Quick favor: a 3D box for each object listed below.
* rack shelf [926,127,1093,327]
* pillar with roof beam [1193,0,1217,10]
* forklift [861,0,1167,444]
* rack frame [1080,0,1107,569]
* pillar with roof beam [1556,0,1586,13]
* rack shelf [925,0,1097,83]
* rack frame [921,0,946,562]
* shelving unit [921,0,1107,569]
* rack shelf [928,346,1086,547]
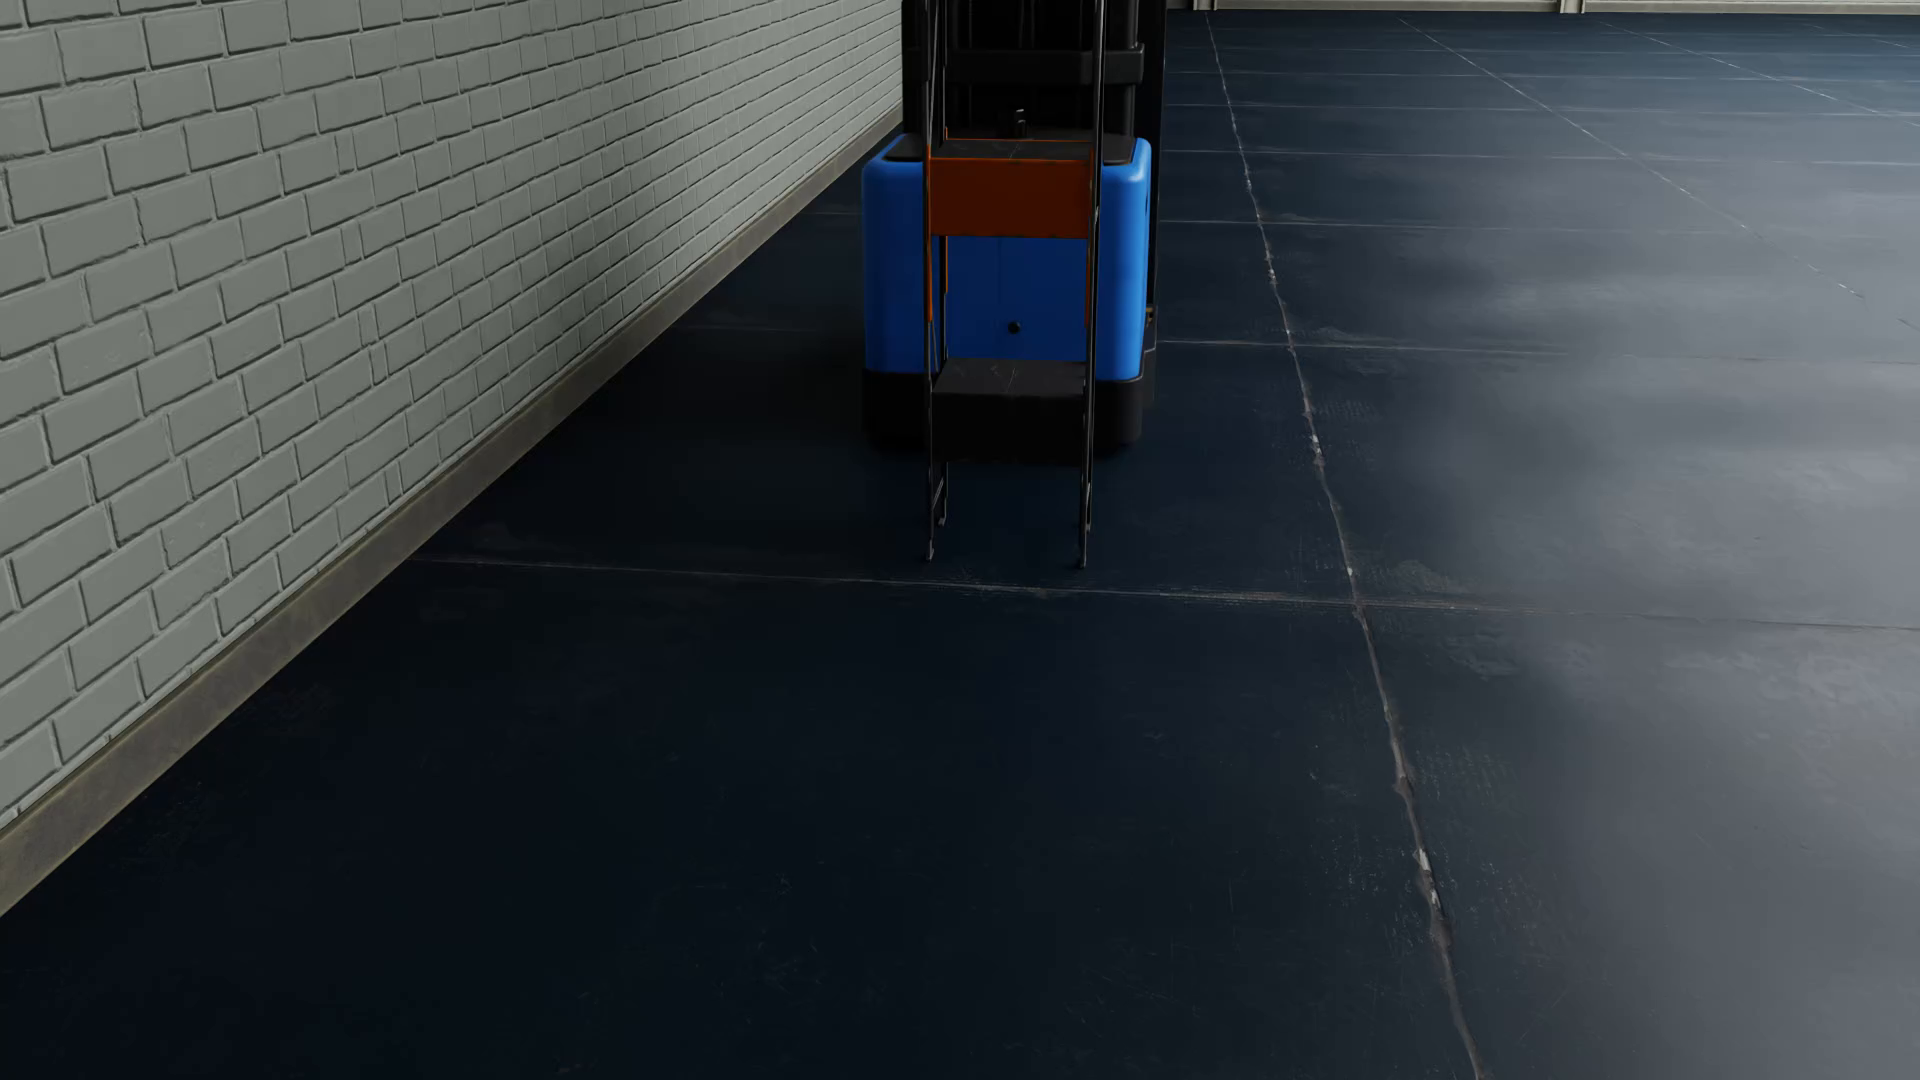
[{"bbox_3d":[0.164,-0.957,5.041,0.480,0.518,0.431,2,22,6],"label":"rack shelf"},{"bbox_3d":[3.647,-11.619,22.589,0.400,9.000,9.100,2,22,6],"label":"pillar with roof beam"},{"bbox_3d":[0.335,-2.220,7.070,1.130,2.935,3.031,3,22,7],"label":"forklift"},{"bbox_3d":[0.407,-0.959,5.009,0.015,2.100,0.400,2,22,6],"label":"rack frame"},{"bbox_3d":[9.605,-11.359,21.932,0.400,9.000,9.100,2,22,6],"label":"pillar with roof beam"},{"bbox_3d":[0.164,-1.608,4.783,0.480,0.518,0.431,2,22,6],"label":"rack shelf"},{"bbox_3d":[-0.078,-0.980,5.062,0.015,2.100,0.400,2,22,6],"label":"rack frame"},{"bbox_3d":[0.164,-0.969,5.036,0.503,2.100,0.431,2,22,6],"label":"shelving unit"},{"bbox_3d":[0.164,-0.306,5.298,0.480,0.518,0.431,2,22,6],"label":"rack shelf"}]
